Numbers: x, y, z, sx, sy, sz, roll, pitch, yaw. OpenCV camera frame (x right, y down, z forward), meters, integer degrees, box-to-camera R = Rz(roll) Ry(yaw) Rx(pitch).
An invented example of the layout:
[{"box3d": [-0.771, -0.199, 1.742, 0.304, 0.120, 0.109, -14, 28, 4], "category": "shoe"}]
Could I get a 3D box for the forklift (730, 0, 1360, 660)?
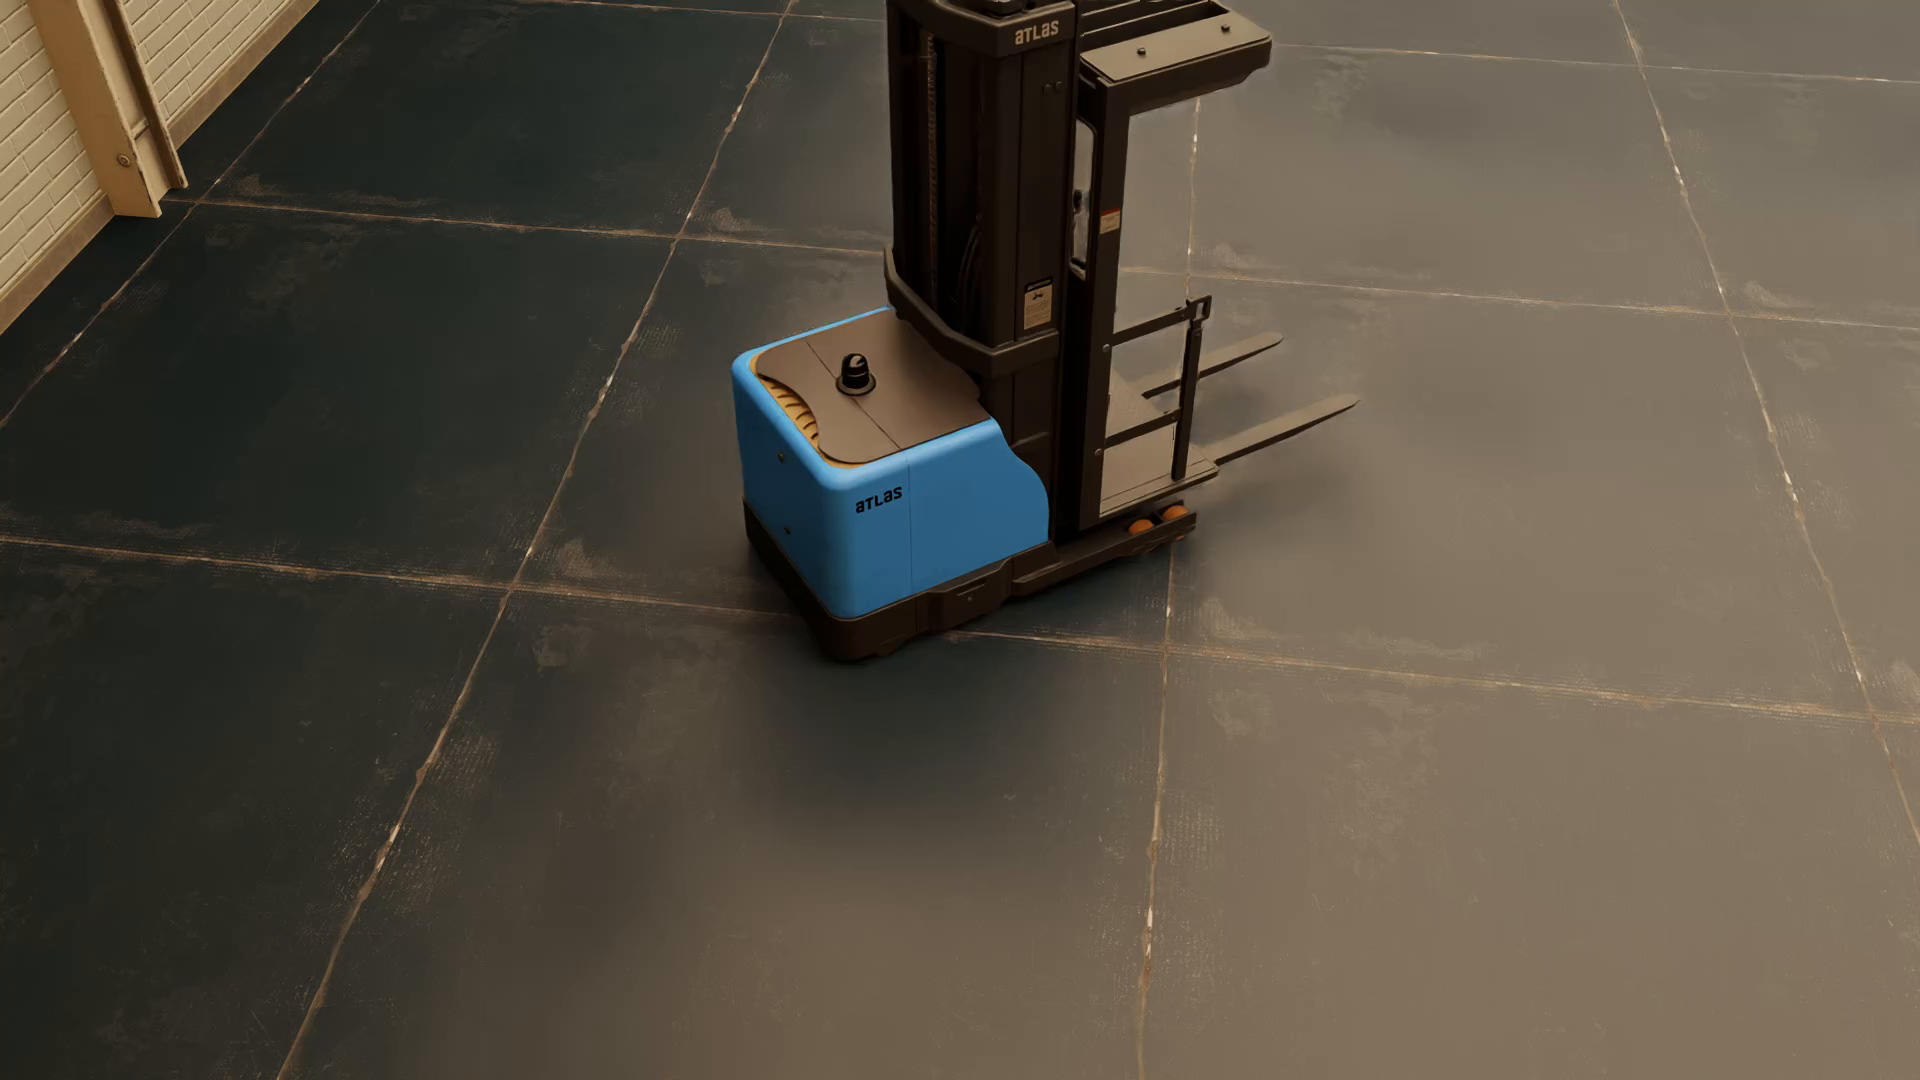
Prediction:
[{"box3d": [0.528, -1.300, 7.140, 3.031, 2.935, 1.130, -21, 47, -22], "category": "forklift"}]
